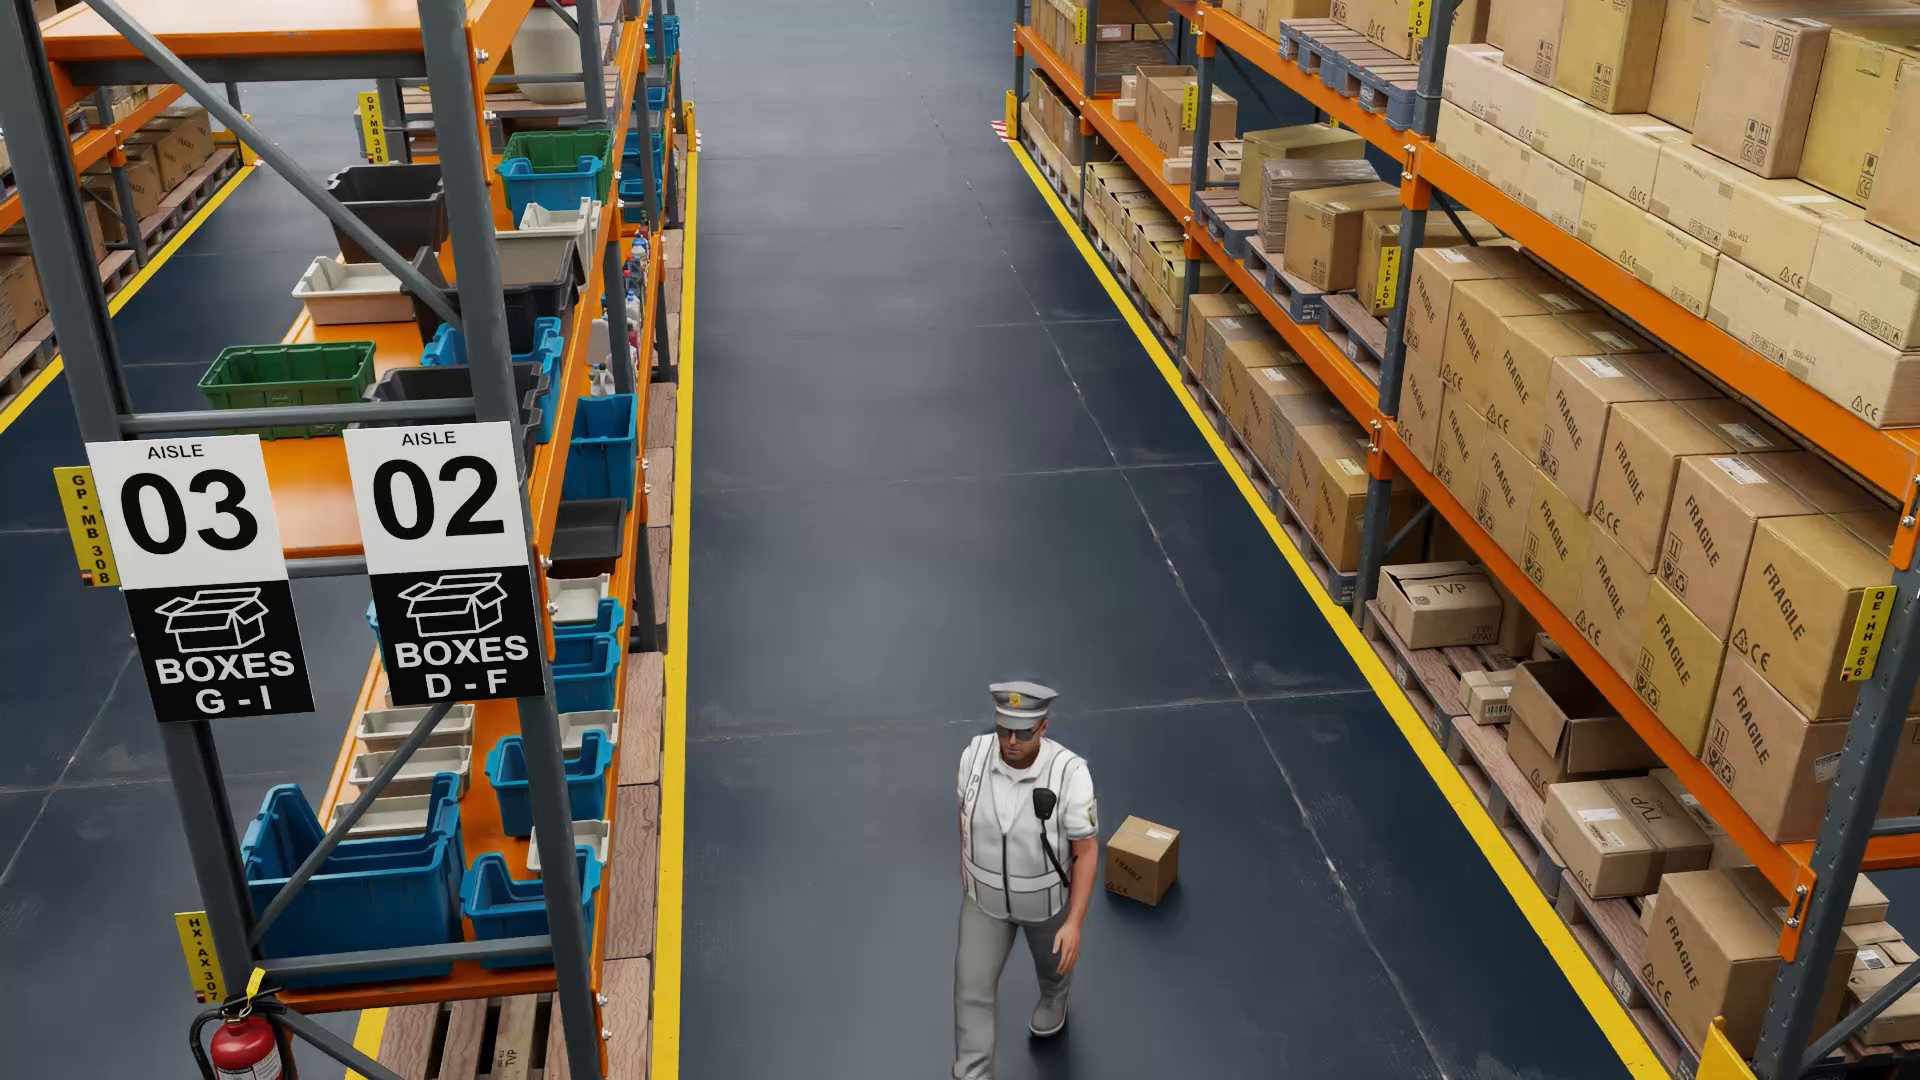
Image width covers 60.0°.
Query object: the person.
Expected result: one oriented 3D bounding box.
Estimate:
[{"bbox_3d":[0.209,1.295,6.010,0.556,1.711,1.038,7,28,13],"label":"person"}]
